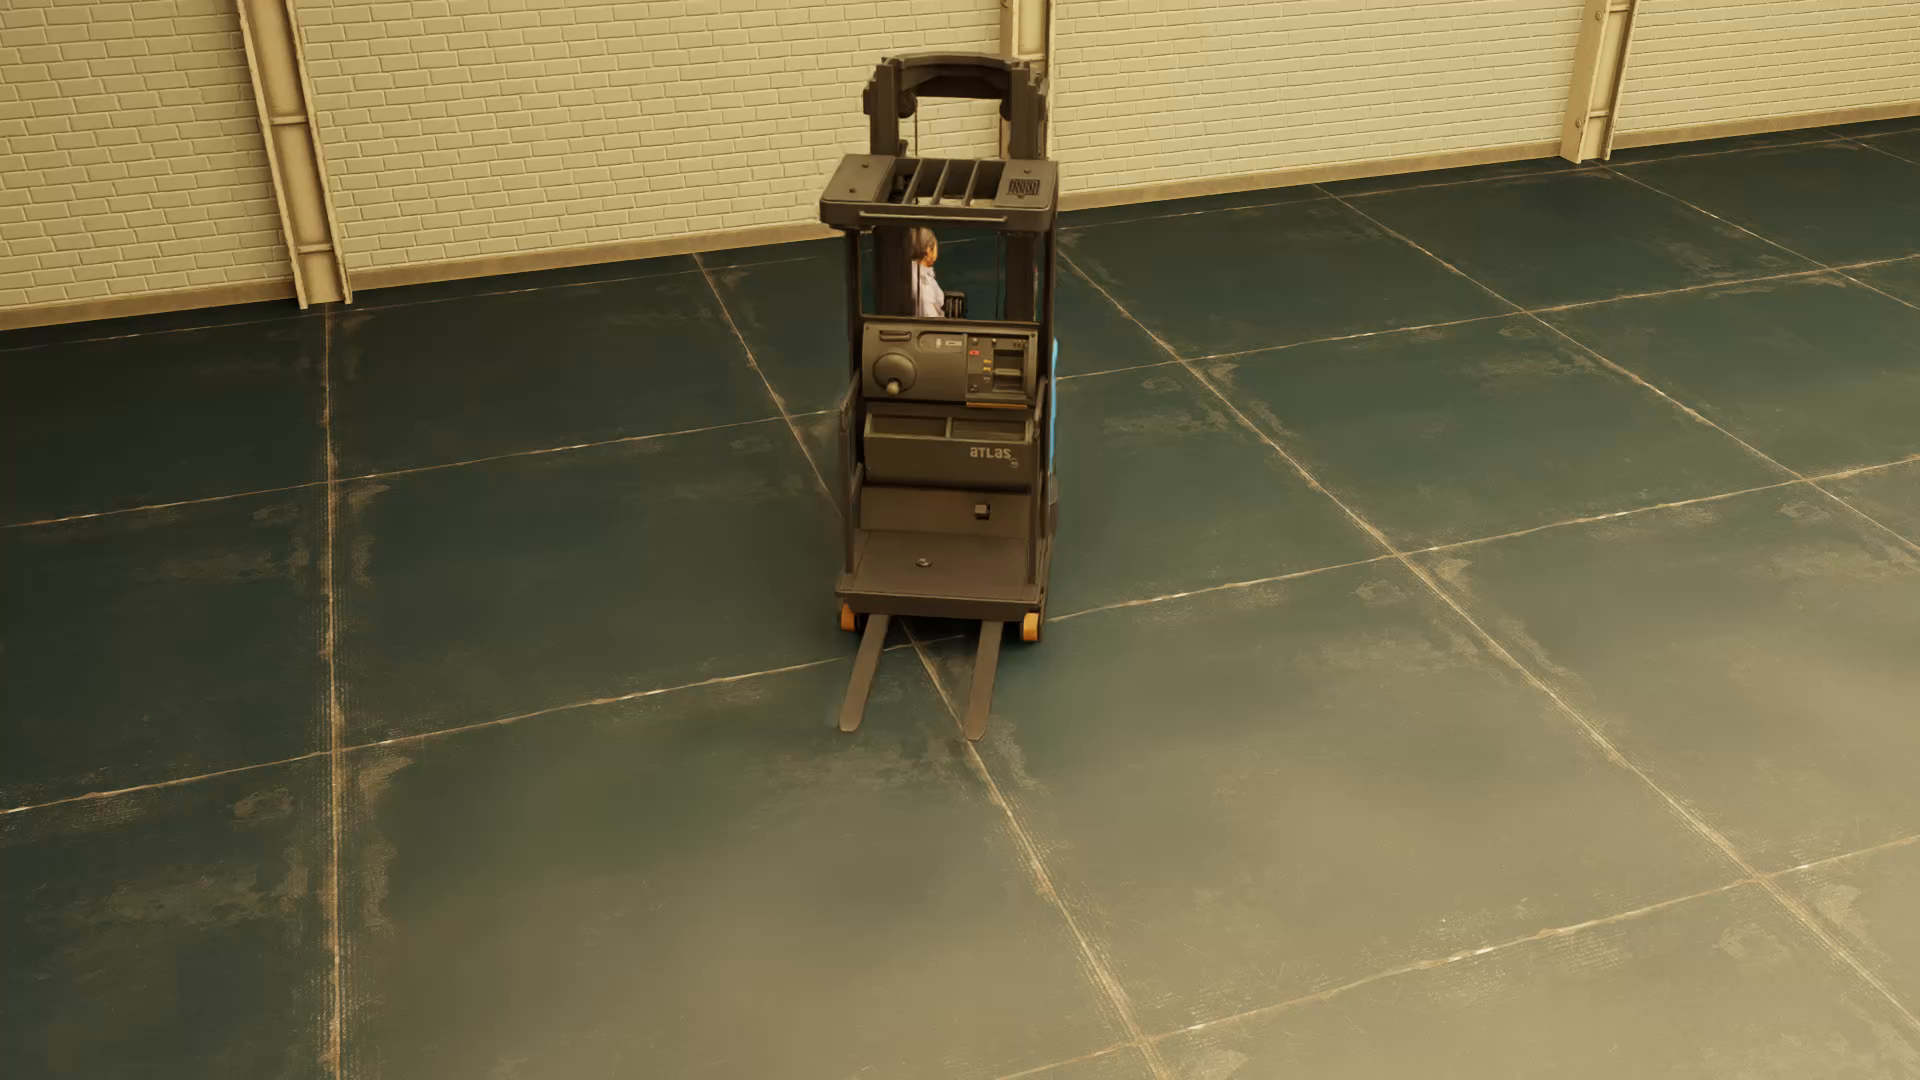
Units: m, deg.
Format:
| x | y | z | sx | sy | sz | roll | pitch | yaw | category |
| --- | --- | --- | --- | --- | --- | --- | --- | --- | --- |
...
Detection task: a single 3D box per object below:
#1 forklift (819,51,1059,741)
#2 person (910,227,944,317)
| x | y | z | sx | sy | sz | roll | pitch | yaw | category |
| --- | --- | --- | --- | --- | --- | --- | --- | --- | --- |
| -0.077 | -0.893 | 8.640 | 1.130 | 2.935 | 3.031 | 3 | 30 | 5 | forklift |
| -0.079 | -1.241 | 10.608 | 0.640 | 1.579 | 0.710 | -8 | 31 | -14 | person |
